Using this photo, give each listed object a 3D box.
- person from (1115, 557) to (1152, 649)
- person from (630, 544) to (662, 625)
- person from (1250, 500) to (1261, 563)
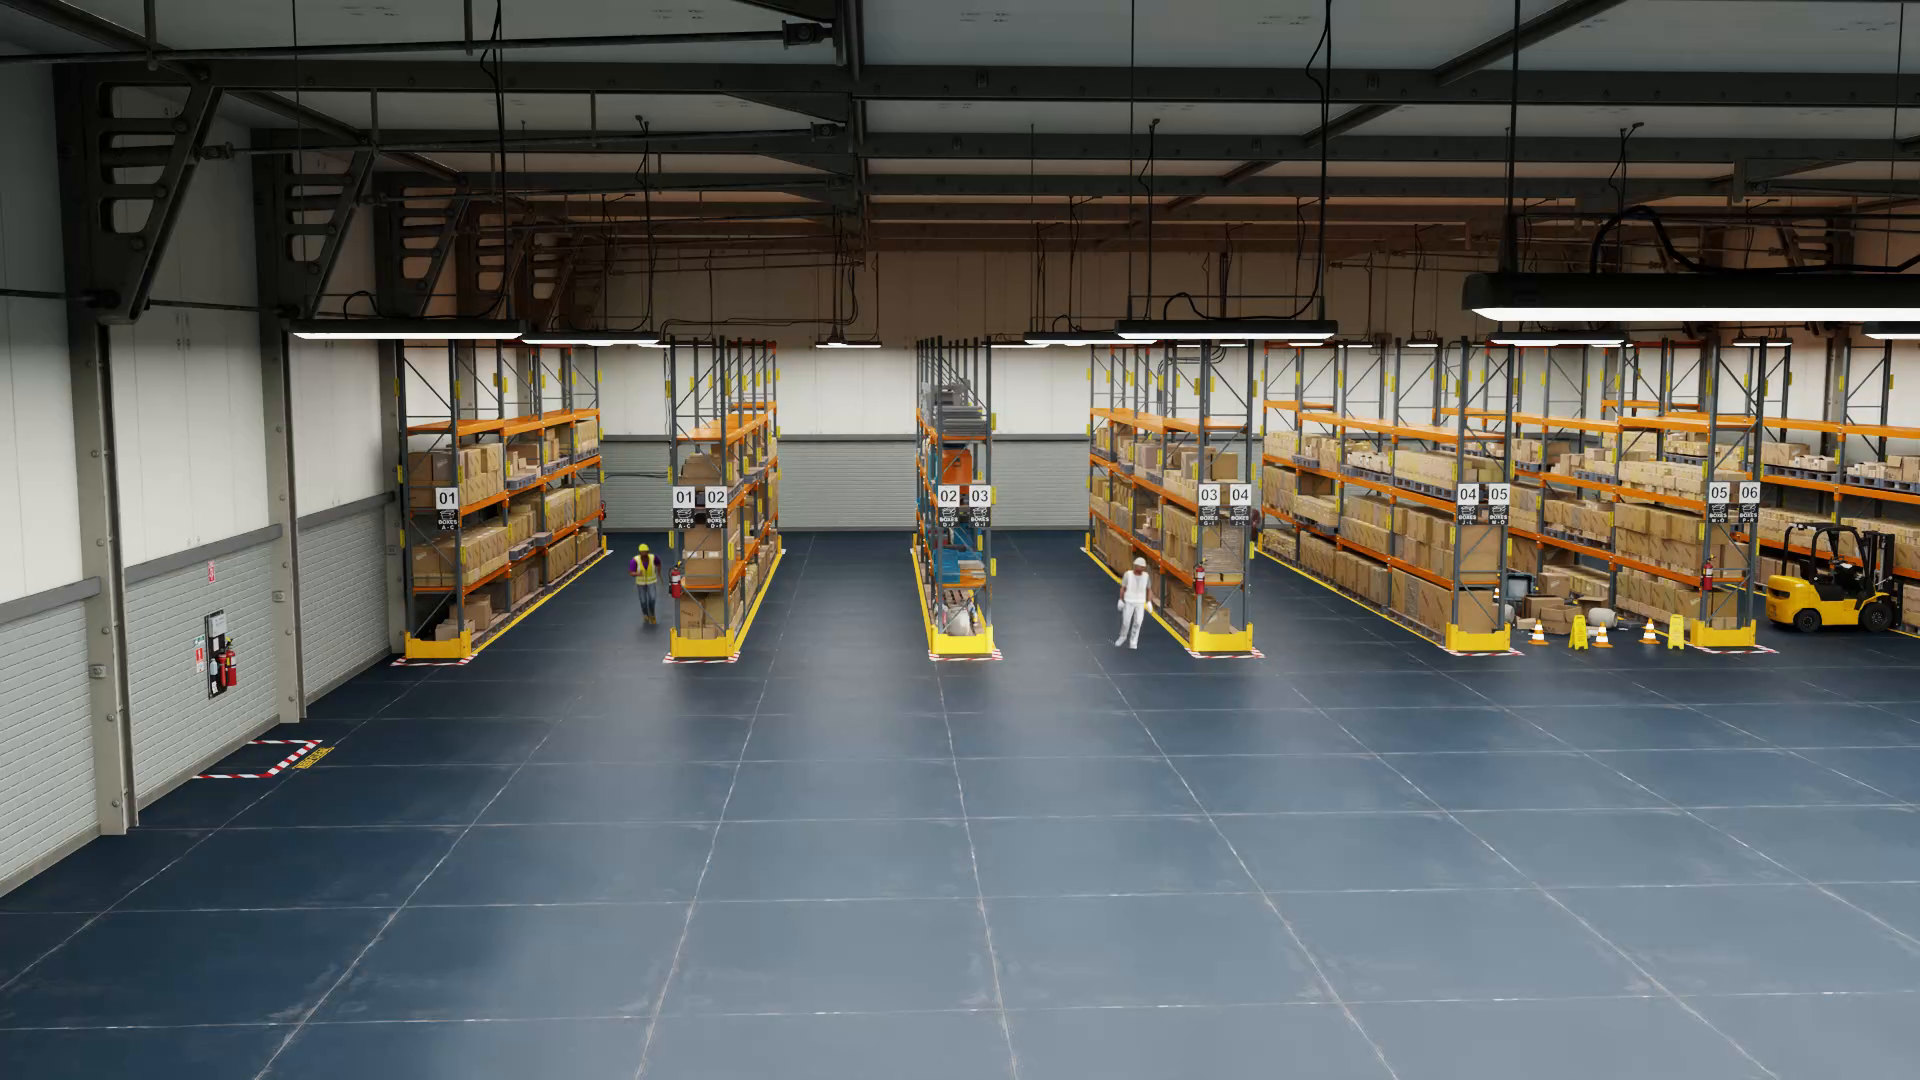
[{"bbox_3d":[3.331,1.202,31.911,0.681,1.763,0.477,-1,7,-7],"label":"person"},{"bbox_3d":[-6.575,0.917,34.843,0.644,1.705,0.946,-1,7,-7],"label":"person"},{"bbox_3d":[7.737,-0.216,44.548,0.667,1.753,0.717,-1,7,-7],"label":"person"}]
